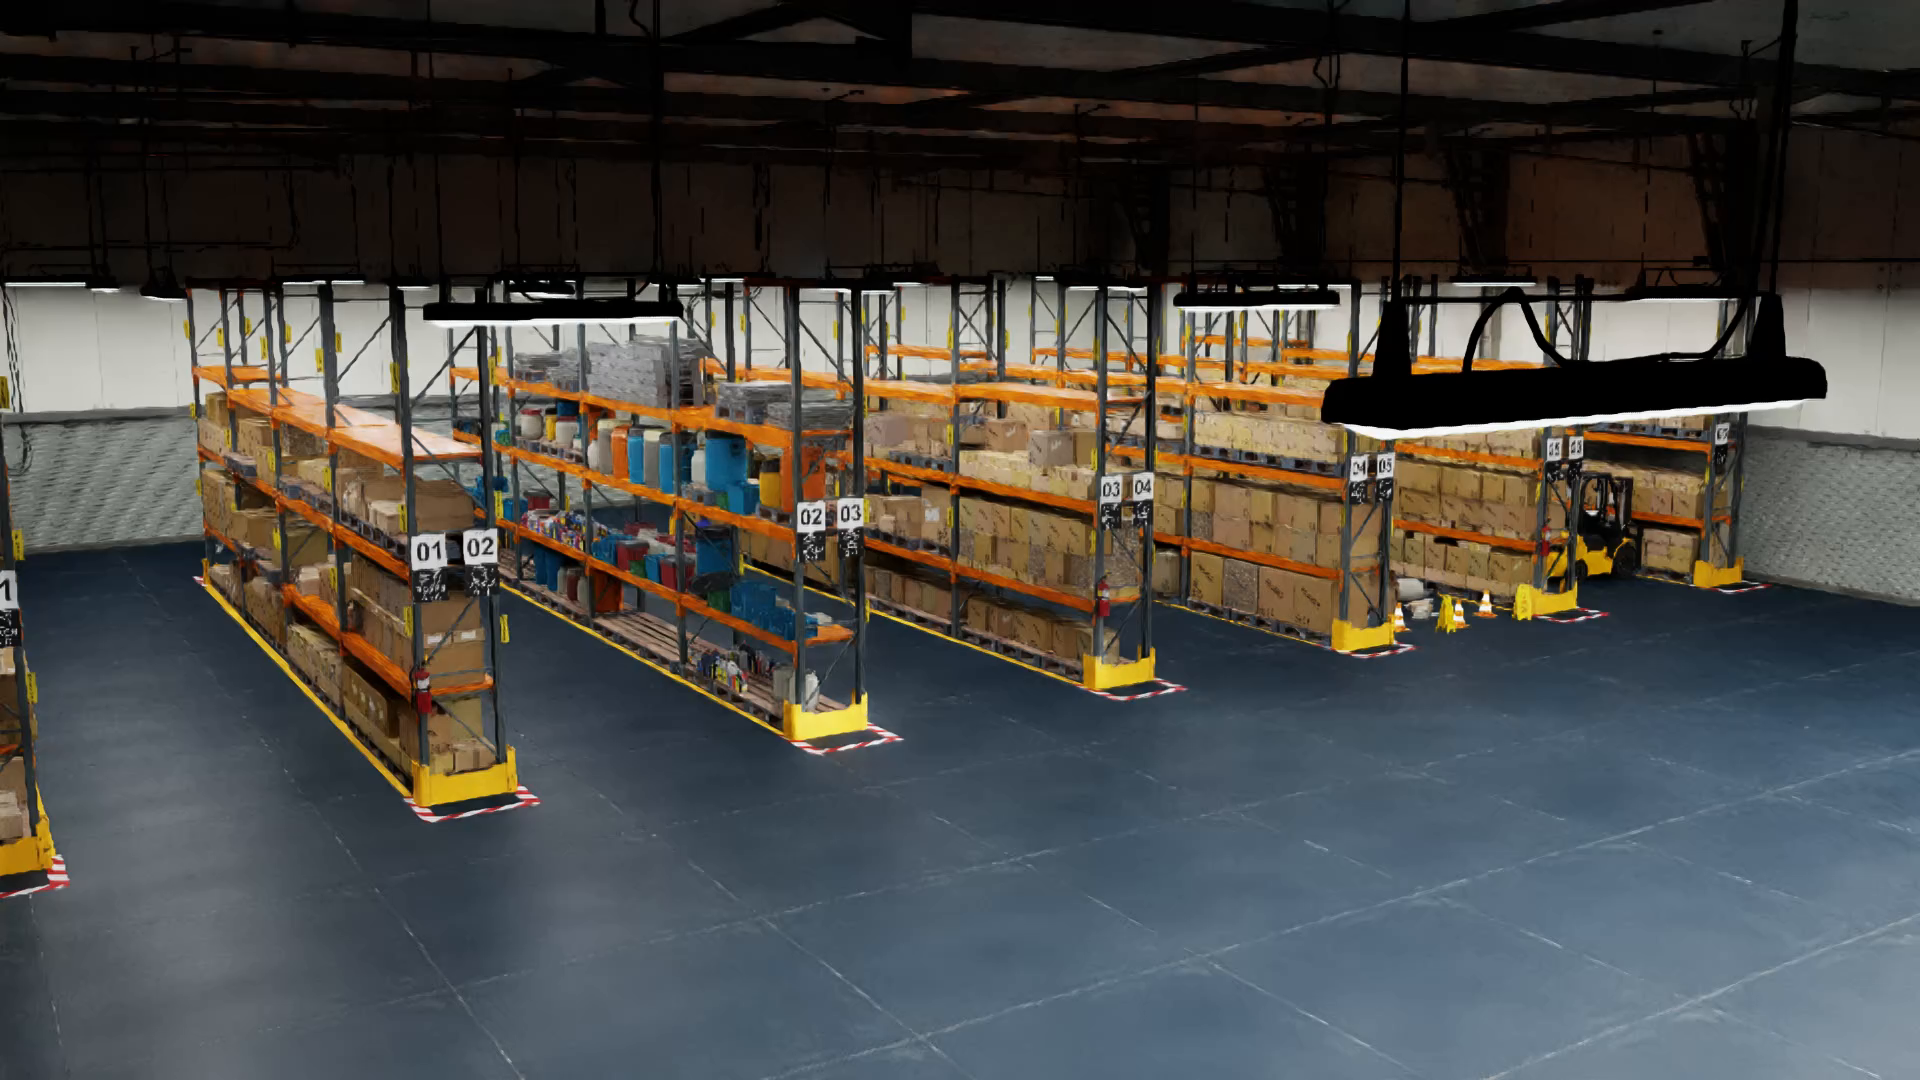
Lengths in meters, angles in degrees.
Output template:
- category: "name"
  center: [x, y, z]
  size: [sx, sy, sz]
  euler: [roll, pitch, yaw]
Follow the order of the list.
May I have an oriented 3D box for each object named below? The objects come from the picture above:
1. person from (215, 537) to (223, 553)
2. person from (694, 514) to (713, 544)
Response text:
- category: "person"
  center: [-15.823, -0.547, 36.085]
  size: [0.841, 1.716, 0.674]
  euler: [8, 12, 40]
- category: "person"
  center: [-4.838, 0.232, 31.806]
  size: [0.526, 1.724, 0.359]
  euler: [5, 11, 29]
